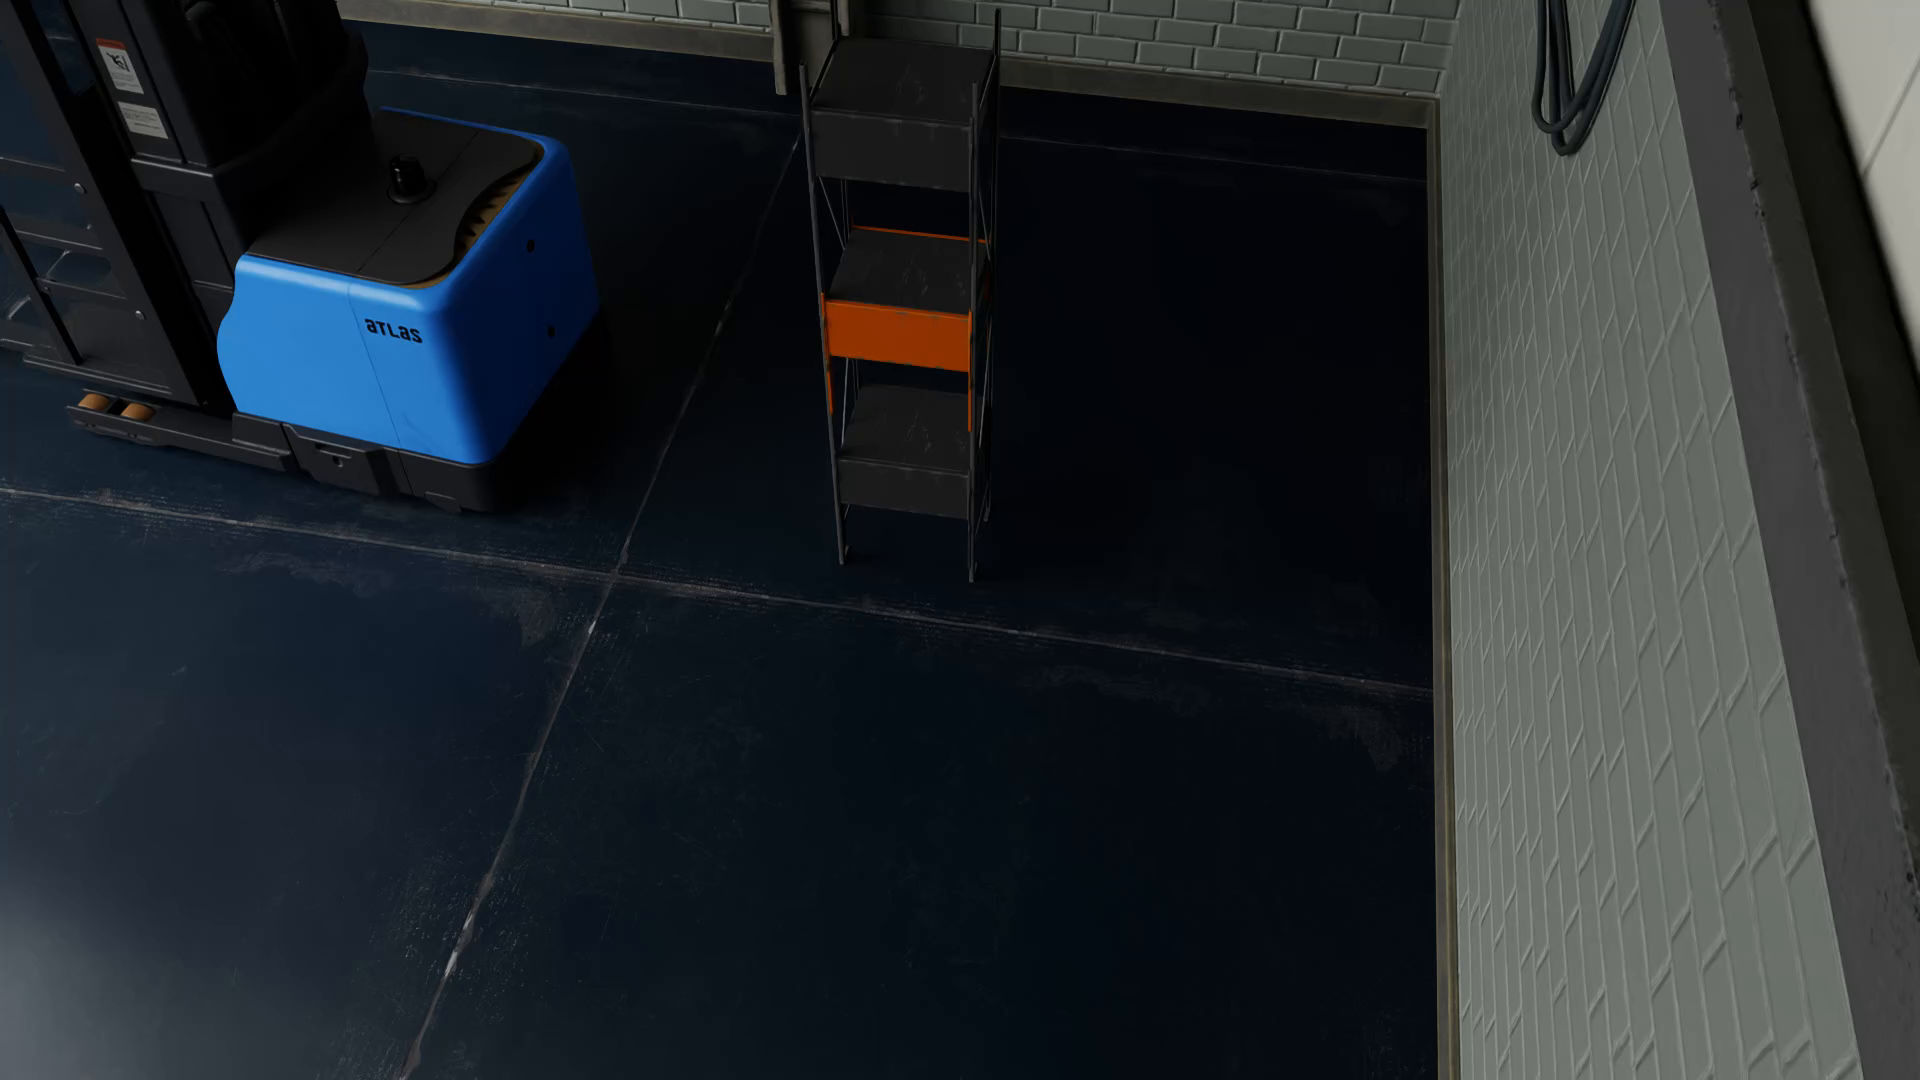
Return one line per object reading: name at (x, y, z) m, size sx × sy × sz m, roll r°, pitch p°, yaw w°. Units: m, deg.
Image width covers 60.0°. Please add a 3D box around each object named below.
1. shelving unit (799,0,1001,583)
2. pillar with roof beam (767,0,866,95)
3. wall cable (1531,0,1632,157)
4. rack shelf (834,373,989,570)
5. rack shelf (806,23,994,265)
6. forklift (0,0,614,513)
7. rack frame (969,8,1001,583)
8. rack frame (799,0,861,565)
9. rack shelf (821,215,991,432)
shelving unit at (-0.163, -0.724, 5.489) m, size 0.503 × 2.100 × 0.431 m, roll 8°, pitch 49°, yaw 7°
pillar with roof beam at (-1.454, -2.152, 2.134) m, size 0.400 × 9.000 × 9.100 m, roll 8°, pitch 49°, yaw 7°
wall cable at (1.976, -2.907, 4.900) m, size 0.112 × 2.526 × 3.097 m, roll 8°, pitch 49°, yaw 7°
rack shelf at (-0.163, -0.247, 6.019) m, size 0.480 × 0.518 × 0.431 m, roll 8°, pitch 49°, yaw 7°
rack shelf at (-0.163, -1.182, 4.978) m, size 0.480 × 0.518 × 0.431 m, roll 8°, pitch 49°, yaw 7°
forklift at (-3.004, -1.718, 5.824) m, size 3.031 × 2.935 × 1.130 m, roll 13°, pitch 49°, yaw 11°
rack frame at (0.077, -0.691, 5.460) m, size 0.015 × 2.100 × 0.400 m, roll 8°, pitch 49°, yaw 7°
rack frame at (-0.403, -0.756, 5.518) m, size 0.015 × 2.100 × 0.400 m, roll 8°, pitch 49°, yaw 7°
rack shelf at (-0.163, -0.715, 5.499) m, size 0.480 × 0.518 × 0.431 m, roll 8°, pitch 49°, yaw 7°
